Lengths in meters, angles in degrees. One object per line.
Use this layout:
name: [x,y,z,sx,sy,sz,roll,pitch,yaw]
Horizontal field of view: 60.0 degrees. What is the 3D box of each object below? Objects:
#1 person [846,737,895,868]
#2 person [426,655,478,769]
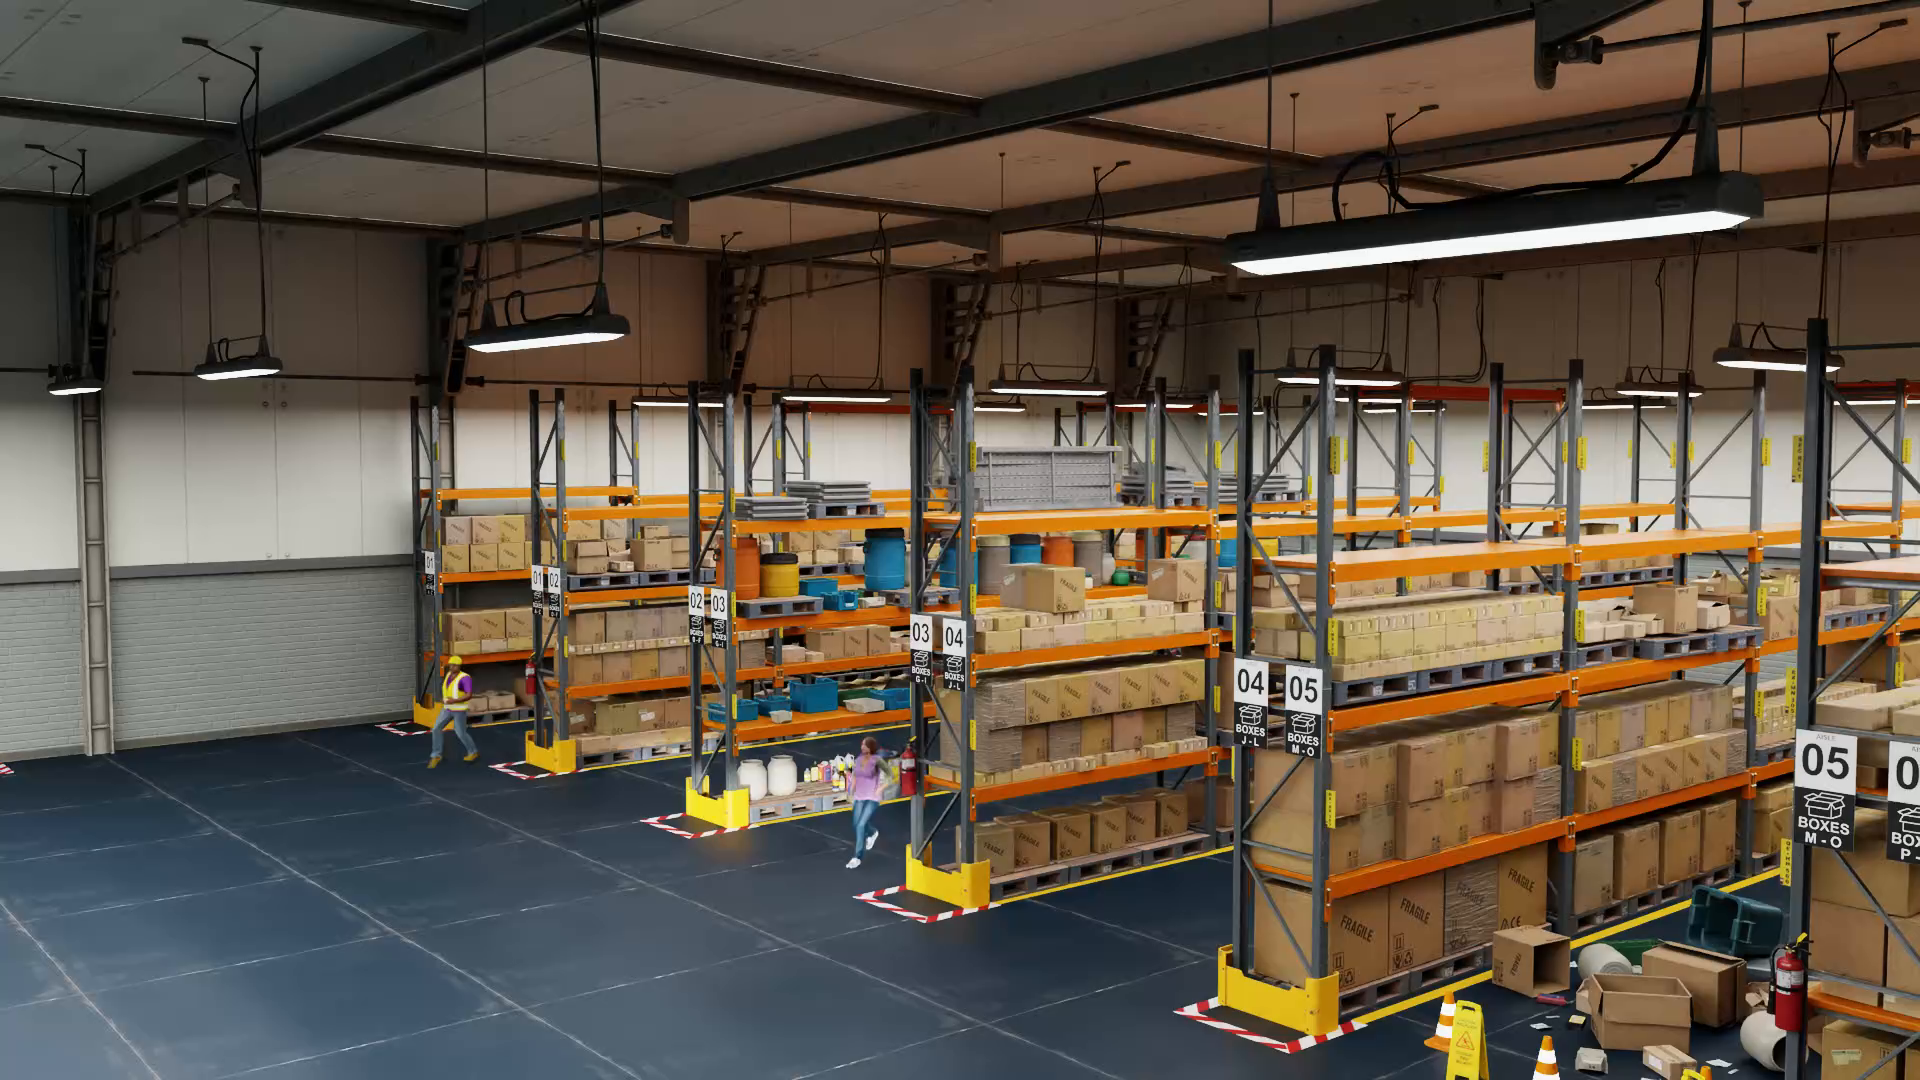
person: [-1.149,3.193,20.376,0.554,1.541,0.768,2,4,34]
person: [-8.038,2.731,26.471,0.703,1.801,0.832,2,4,30]
